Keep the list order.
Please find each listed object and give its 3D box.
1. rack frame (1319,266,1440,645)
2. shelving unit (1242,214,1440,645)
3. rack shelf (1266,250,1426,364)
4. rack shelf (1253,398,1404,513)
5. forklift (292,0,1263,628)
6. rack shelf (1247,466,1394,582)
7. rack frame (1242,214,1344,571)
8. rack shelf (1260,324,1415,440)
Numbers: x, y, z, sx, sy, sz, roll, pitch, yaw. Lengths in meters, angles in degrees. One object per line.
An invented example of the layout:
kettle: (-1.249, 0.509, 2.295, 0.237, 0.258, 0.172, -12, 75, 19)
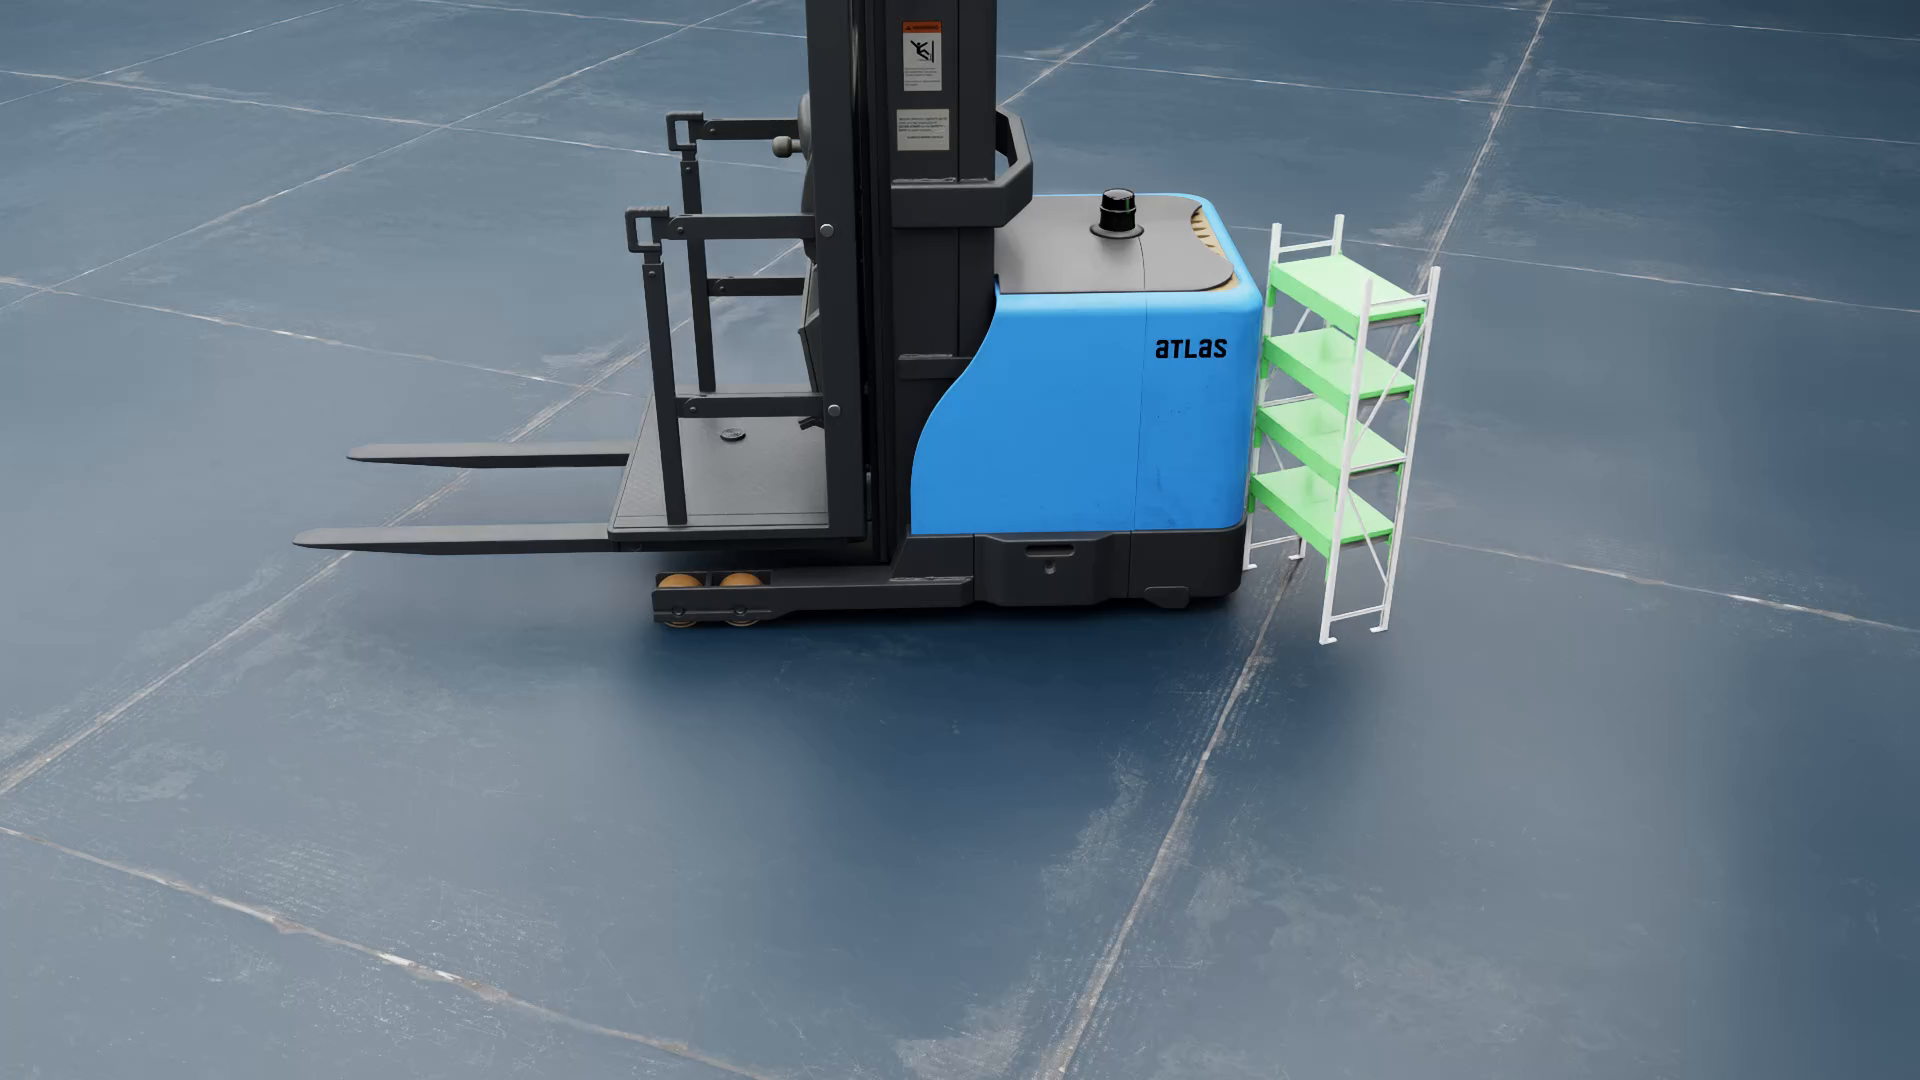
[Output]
rack frame: (1.233, -0.221, 4.921, 0.240, 1.200, 0.015, -11, 31, -19)
shelving unit: (1.144, -0.333, 5.119, 0.258, 1.200, 0.503, -11, 31, -19)
rack shelf: (1.143, -0.695, 4.914, 0.258, 0.148, 0.480, -11, 31, -19)
rack shelf: (1.144, -0.277, 5.150, 0.258, 0.148, 0.480, -11, 31, -19)
forklift: (-0.623, -1.264, 5.008, 3.031, 2.935, 1.130, -1, 29, -2)
rack shelf: (1.144, -0.068, 5.268, 0.258, 0.148, 0.480, -11, 31, -19)
rack frame: (1.054, -0.444, 5.316, 0.240, 1.200, 0.015, -11, 31, -19)
rack shelf: (1.143, -0.486, 5.032, 0.258, 0.148, 0.480, -11, 31, -19)
